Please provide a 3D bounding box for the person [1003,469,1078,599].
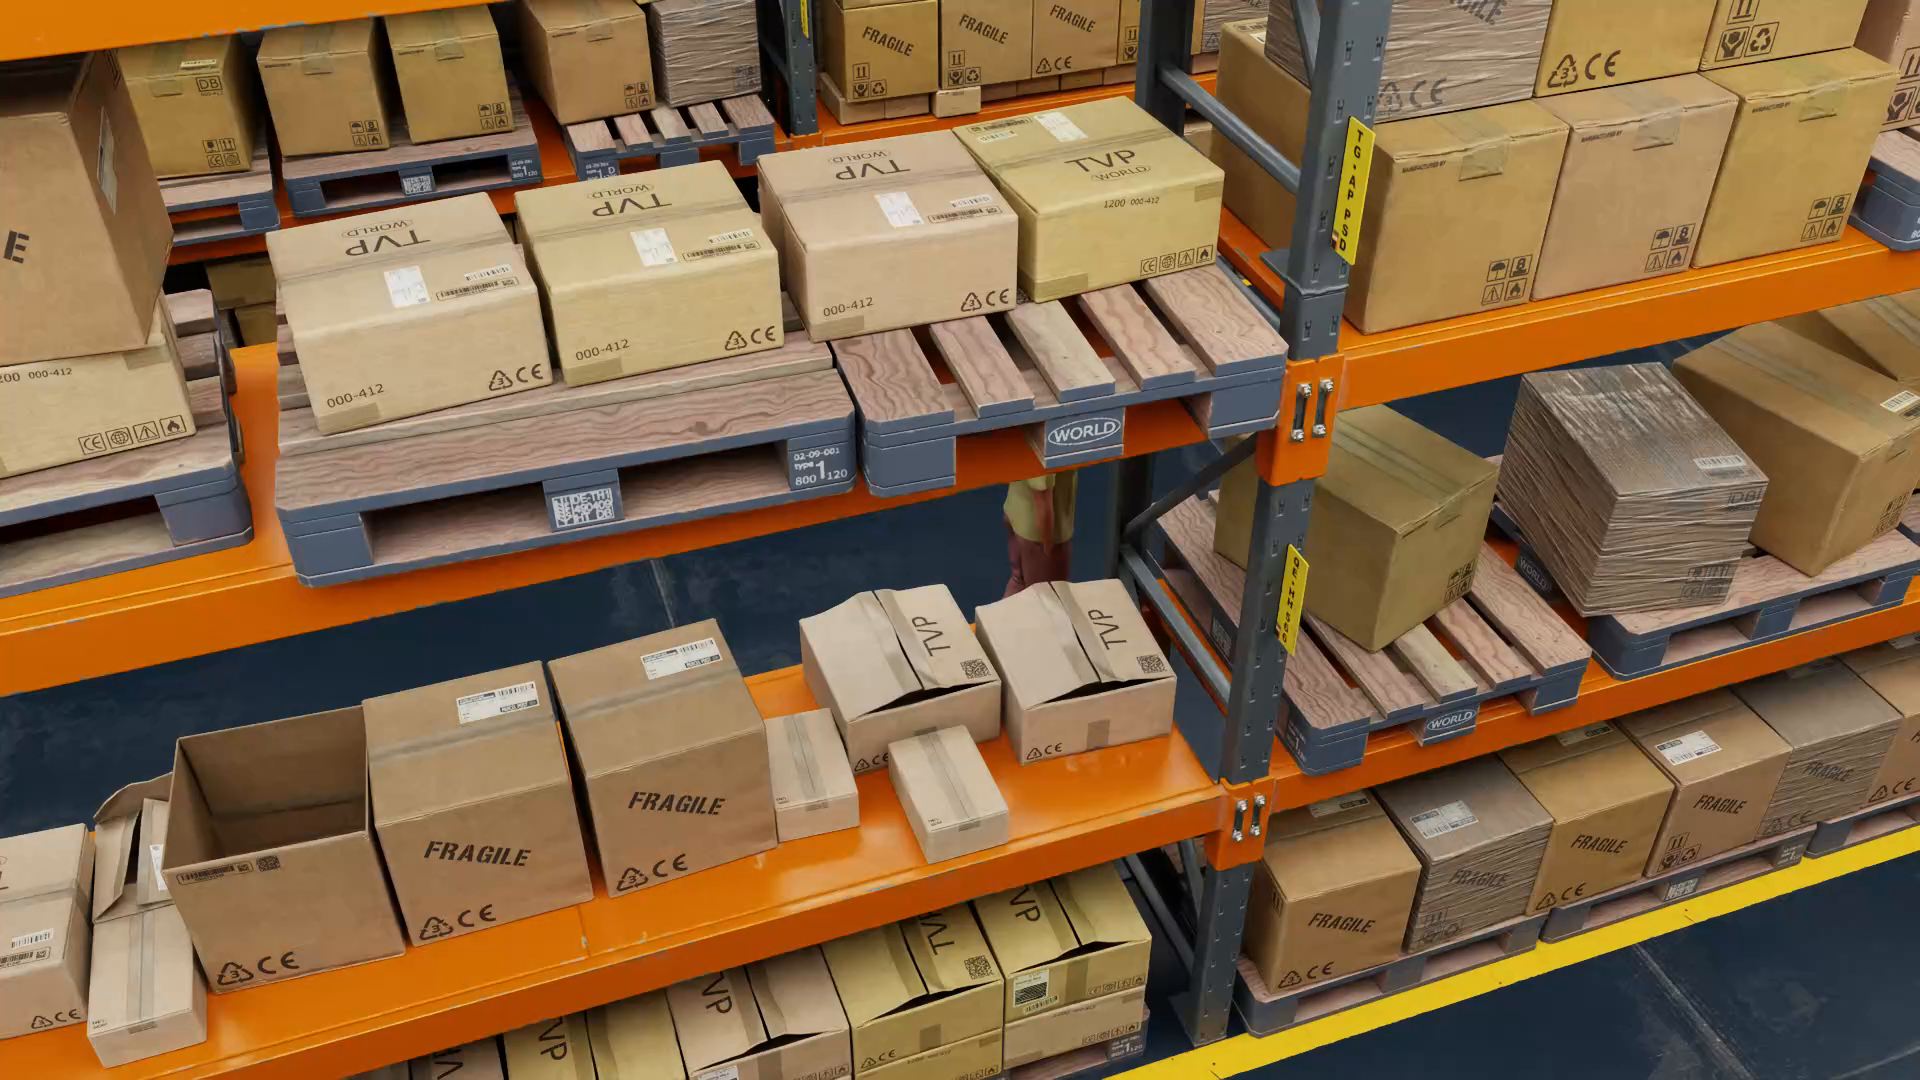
[{"bbox_3d":[0.306,-0.061,6.876,0.356,1.676,0.440,-11,39,-14],"label":"person"}]
